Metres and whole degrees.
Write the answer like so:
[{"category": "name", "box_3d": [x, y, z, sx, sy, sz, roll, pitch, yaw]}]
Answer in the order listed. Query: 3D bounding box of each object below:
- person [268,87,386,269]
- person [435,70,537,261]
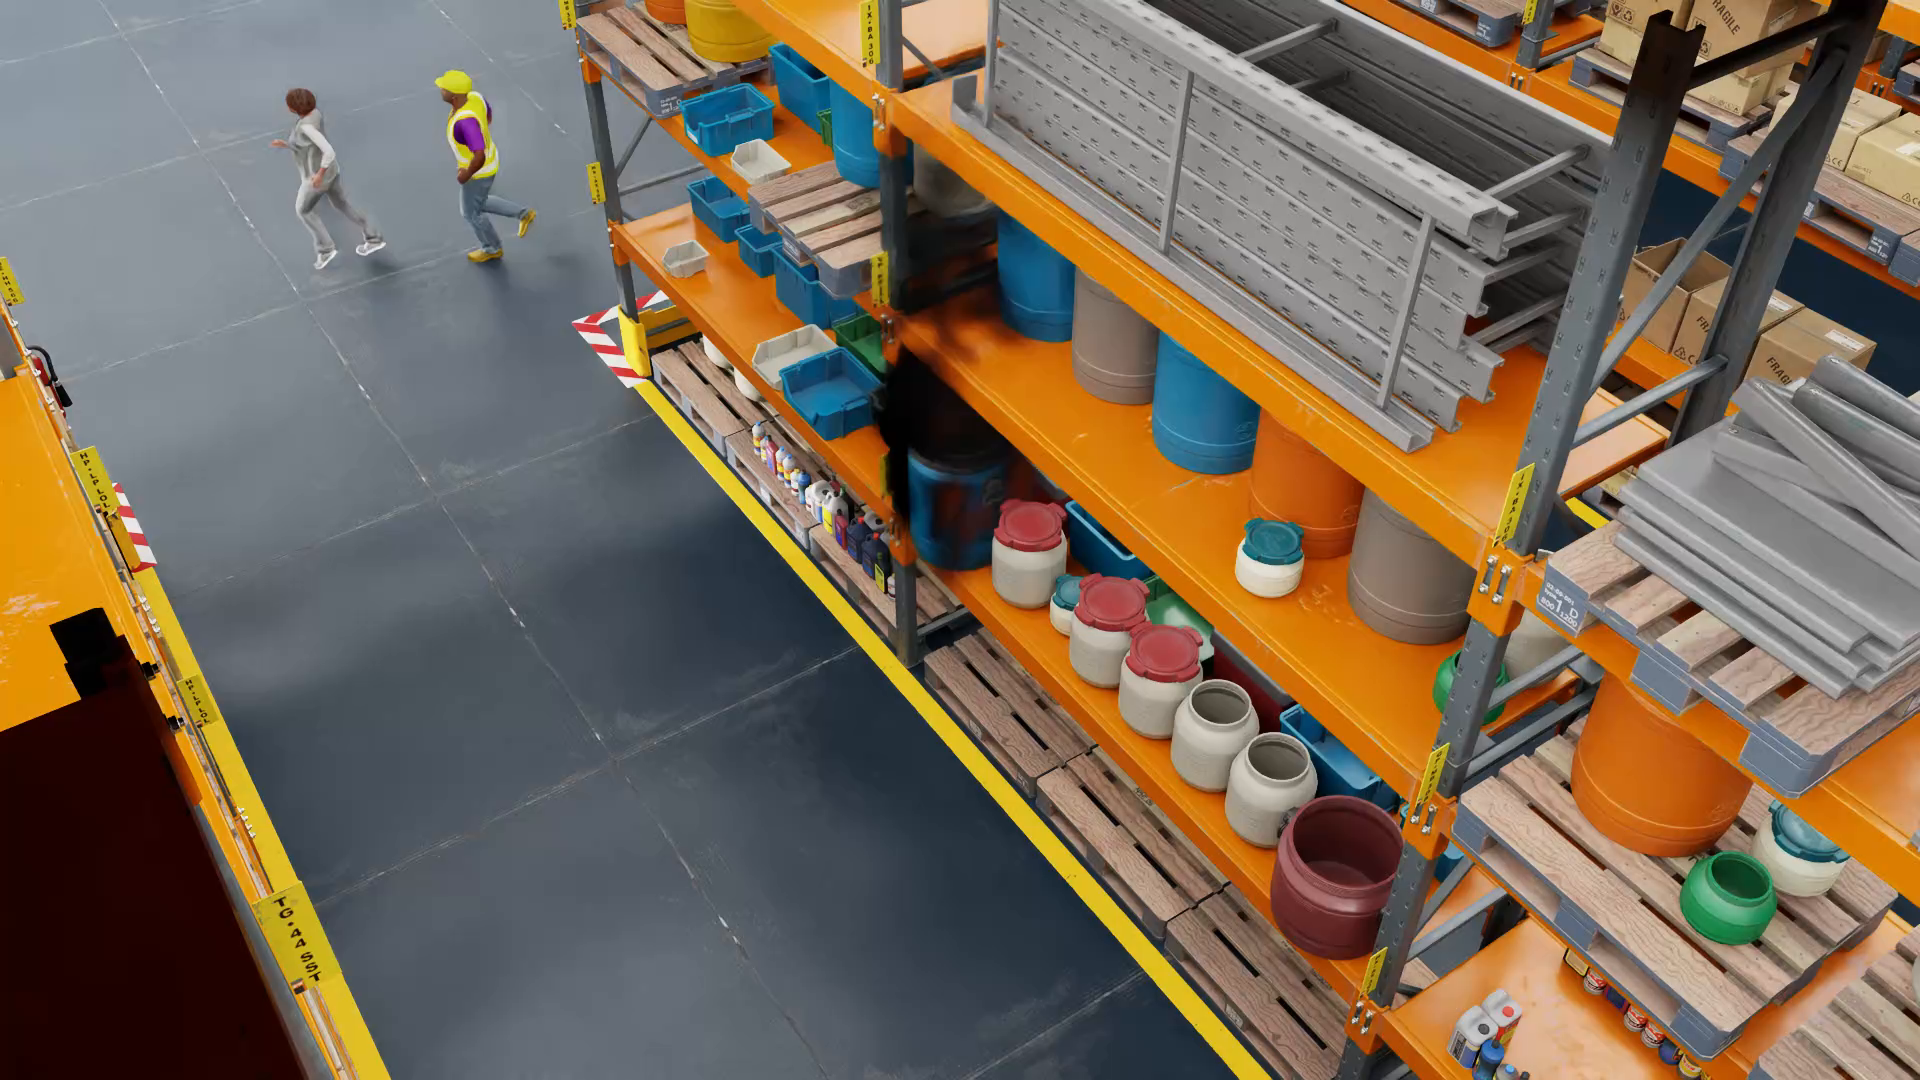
[{"category": "person", "box_3d": [-5.304, -2.991, 13.841, 0.711, 1.630, 0.508, 0, 43, 0]}, {"category": "person", "box_3d": [-3.949, -3.110, 13.882, 0.652, 1.754, 0.717, -9, 43, -9]}]
